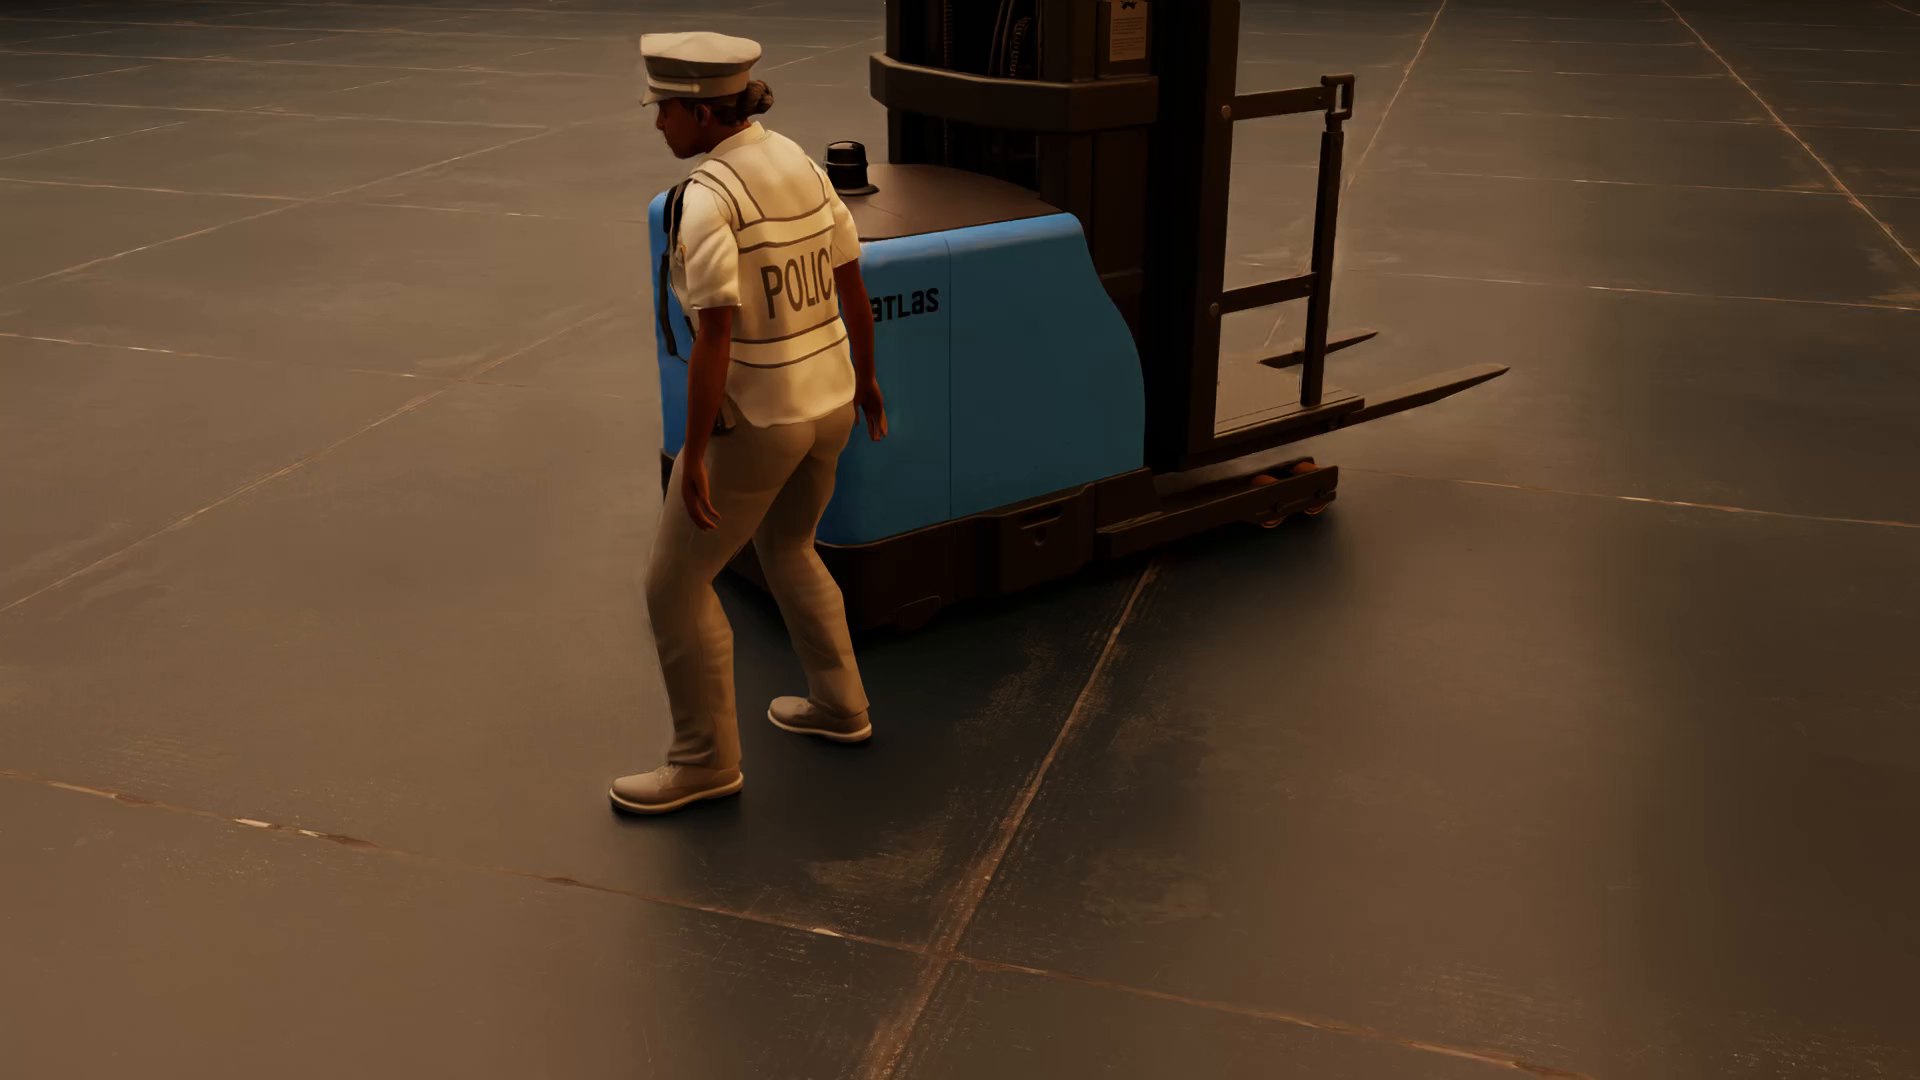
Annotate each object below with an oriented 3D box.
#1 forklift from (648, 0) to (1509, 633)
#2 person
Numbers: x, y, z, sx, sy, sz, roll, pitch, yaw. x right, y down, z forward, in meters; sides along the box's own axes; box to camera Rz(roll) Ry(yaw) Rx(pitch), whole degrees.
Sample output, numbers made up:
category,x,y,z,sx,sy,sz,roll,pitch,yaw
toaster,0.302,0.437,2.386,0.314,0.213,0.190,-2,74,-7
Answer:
category,x,y,z,sx,sy,sz,roll,pitch,yaw
forklift,0.589,-1.536,5.001,3.031,2.935,1.130,-16,27,-33
person,-0.458,-0.254,3.621,0.404,1.632,0.787,12,25,26
